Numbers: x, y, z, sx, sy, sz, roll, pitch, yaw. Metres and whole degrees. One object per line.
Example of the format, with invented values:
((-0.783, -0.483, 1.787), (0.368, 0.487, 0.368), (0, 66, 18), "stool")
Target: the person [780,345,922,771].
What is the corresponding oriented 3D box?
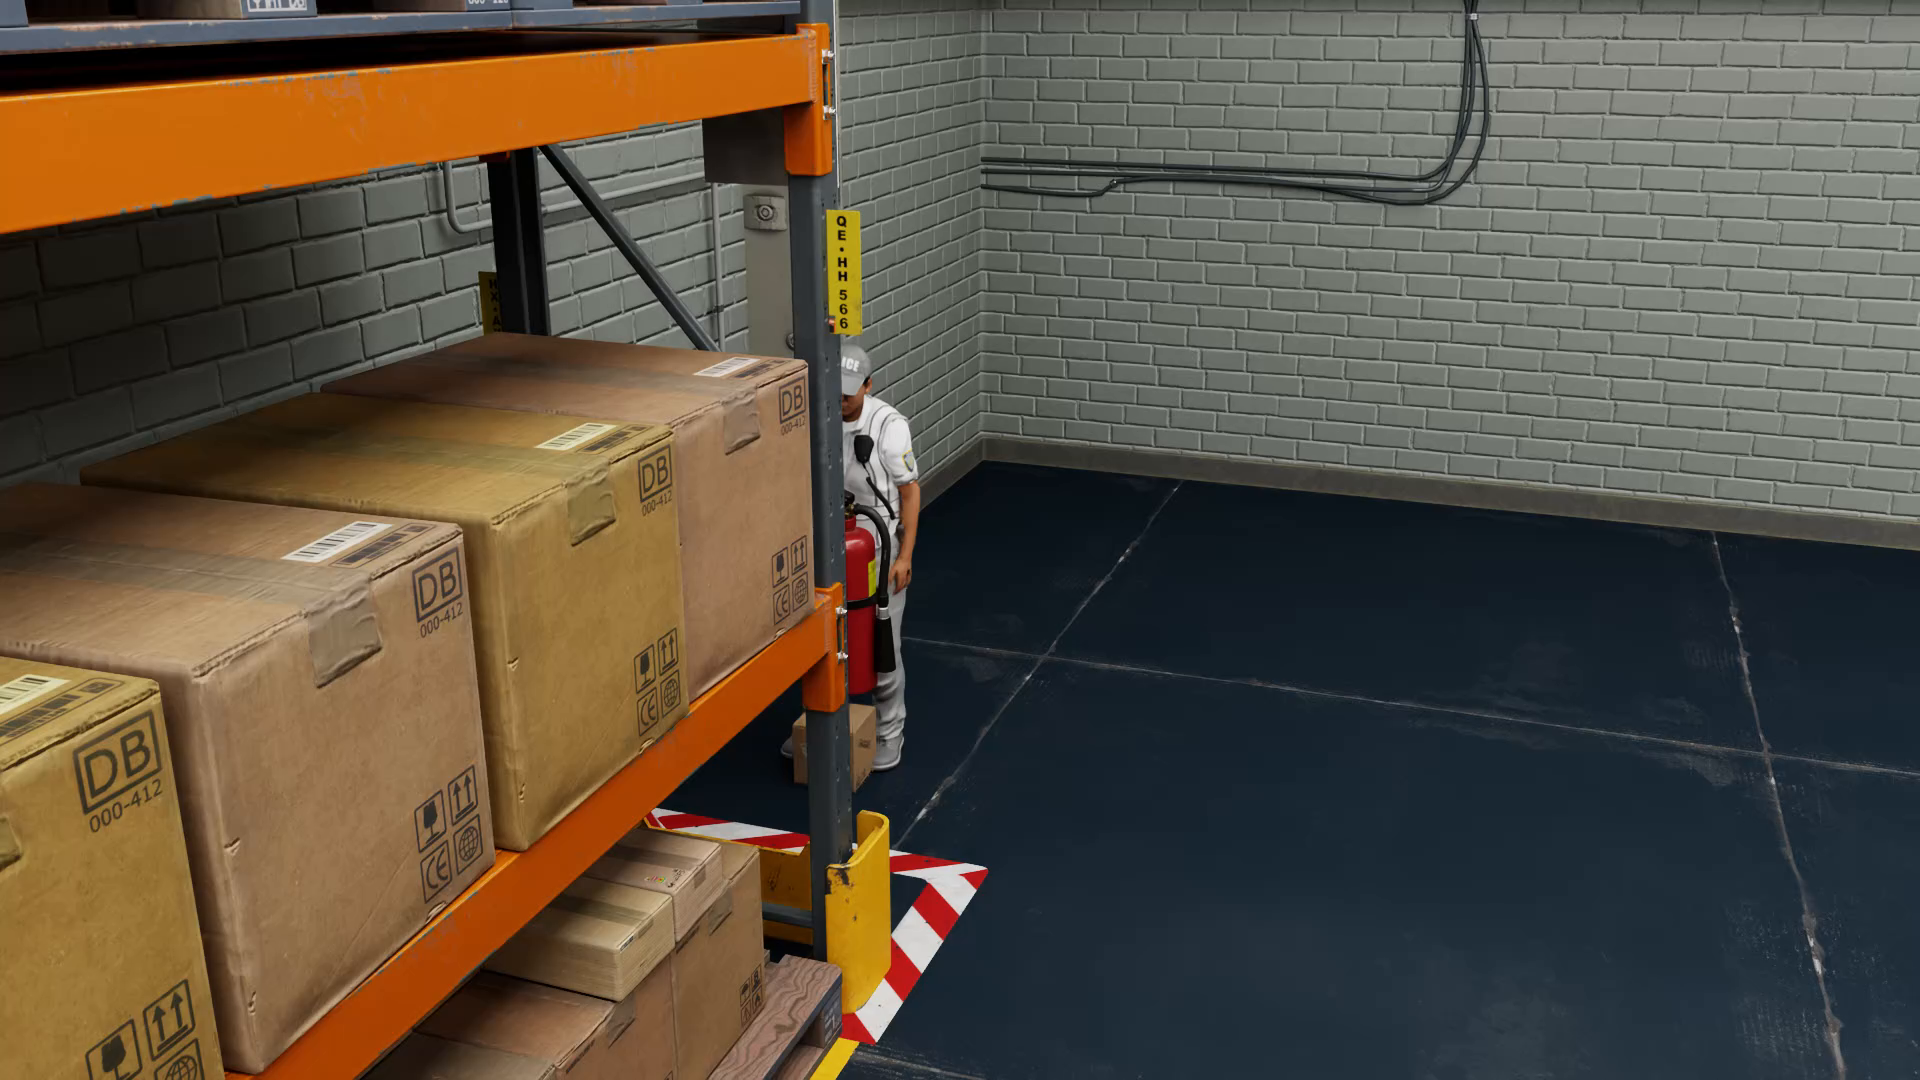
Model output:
((-0.425, 0.056, 6.390), (0.544, 1.665, 0.468), (6, 20, 16), "person")
